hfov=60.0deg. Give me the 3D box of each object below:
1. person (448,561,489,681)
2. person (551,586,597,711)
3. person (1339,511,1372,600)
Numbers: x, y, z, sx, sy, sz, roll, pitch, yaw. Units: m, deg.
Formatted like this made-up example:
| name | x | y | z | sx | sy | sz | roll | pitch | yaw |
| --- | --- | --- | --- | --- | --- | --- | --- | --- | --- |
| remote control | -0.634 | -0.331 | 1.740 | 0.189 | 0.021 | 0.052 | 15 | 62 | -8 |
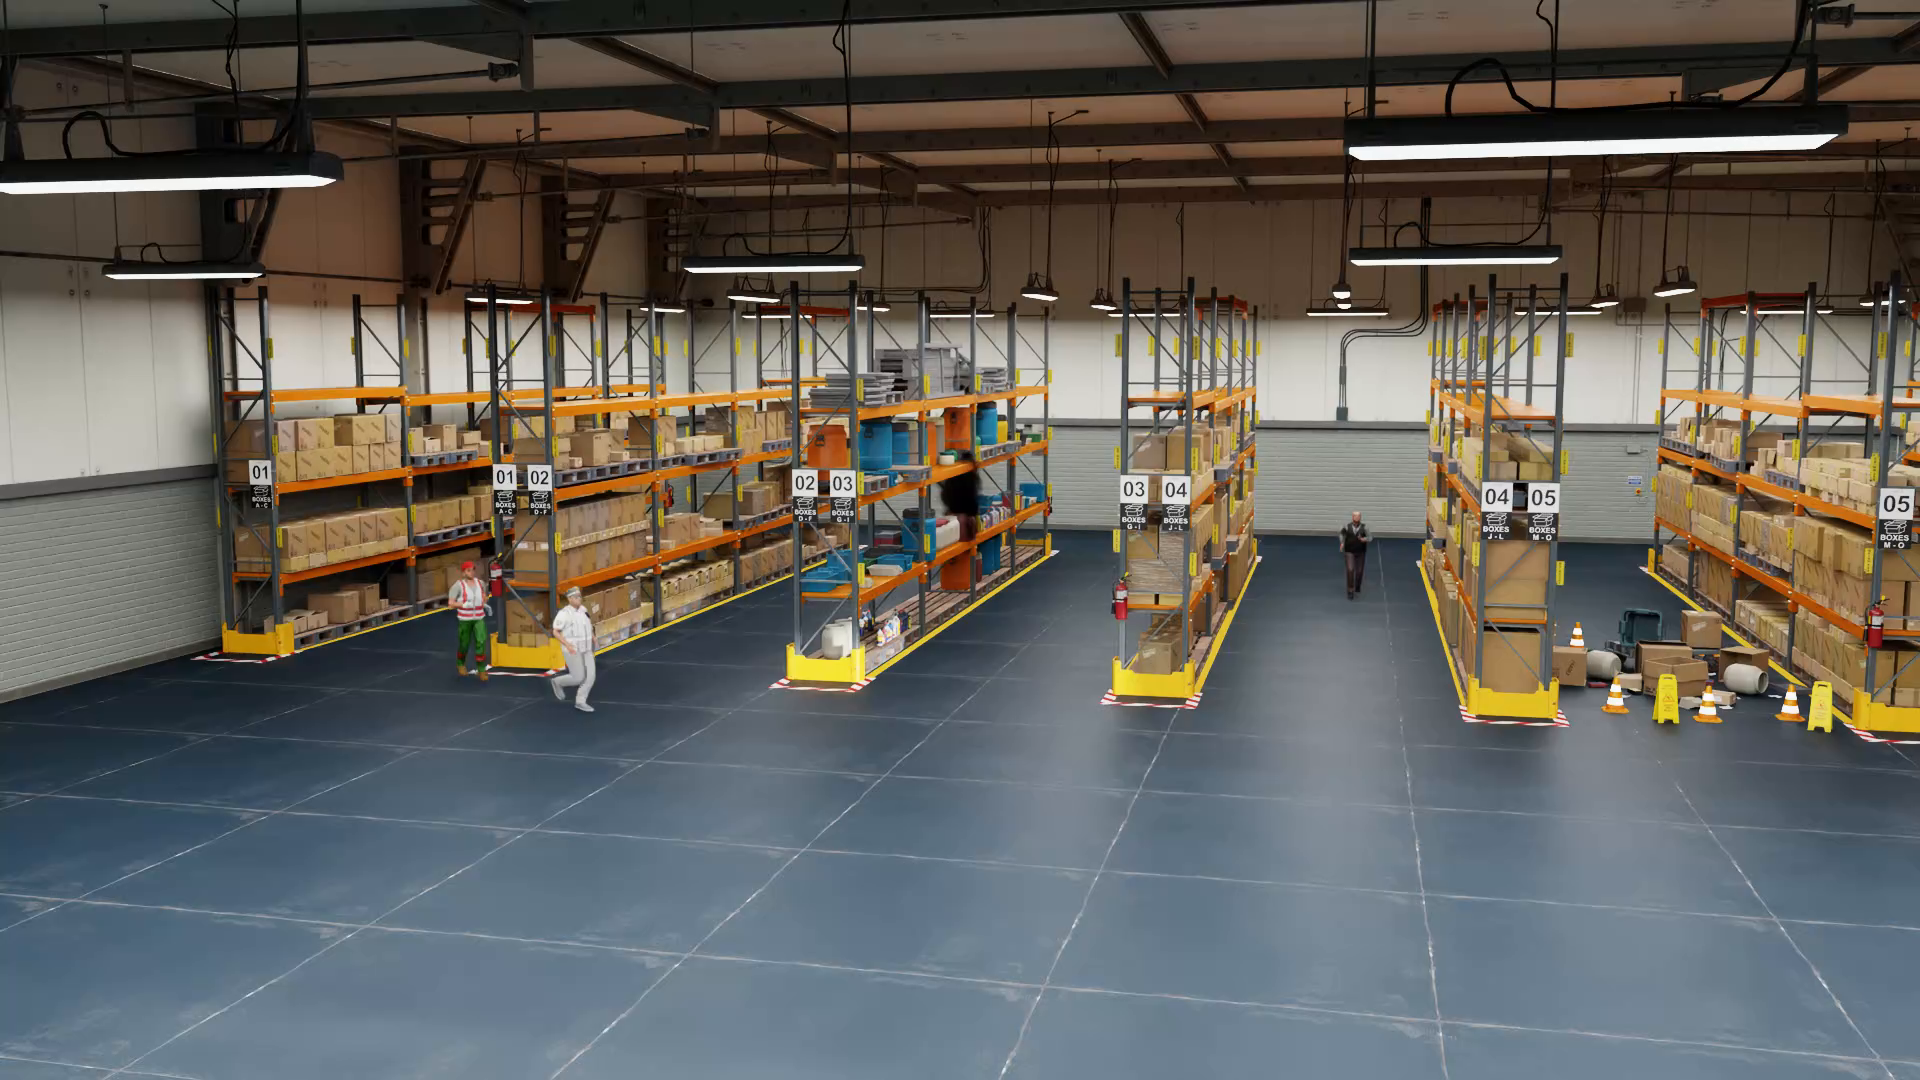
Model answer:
| name | x | y | z | sx | sy | sz | roll | pitch | yaw |
| --- | --- | --- | --- | --- | --- | --- | --- | --- | --- |
| person | -7.405 | 1.202 | 25.110 | 0.644 | 1.781 | 0.897 | -5 | 8 | -36 |
| person | -5.364 | 1.498 | 23.119 | 0.644 | 1.748 | 0.669 | 4 | 8 | 32 |
| person | 7.959 | 0.283 | 33.473 | 0.649 | 1.727 | 0.938 | 1 | 7 | 10 |
